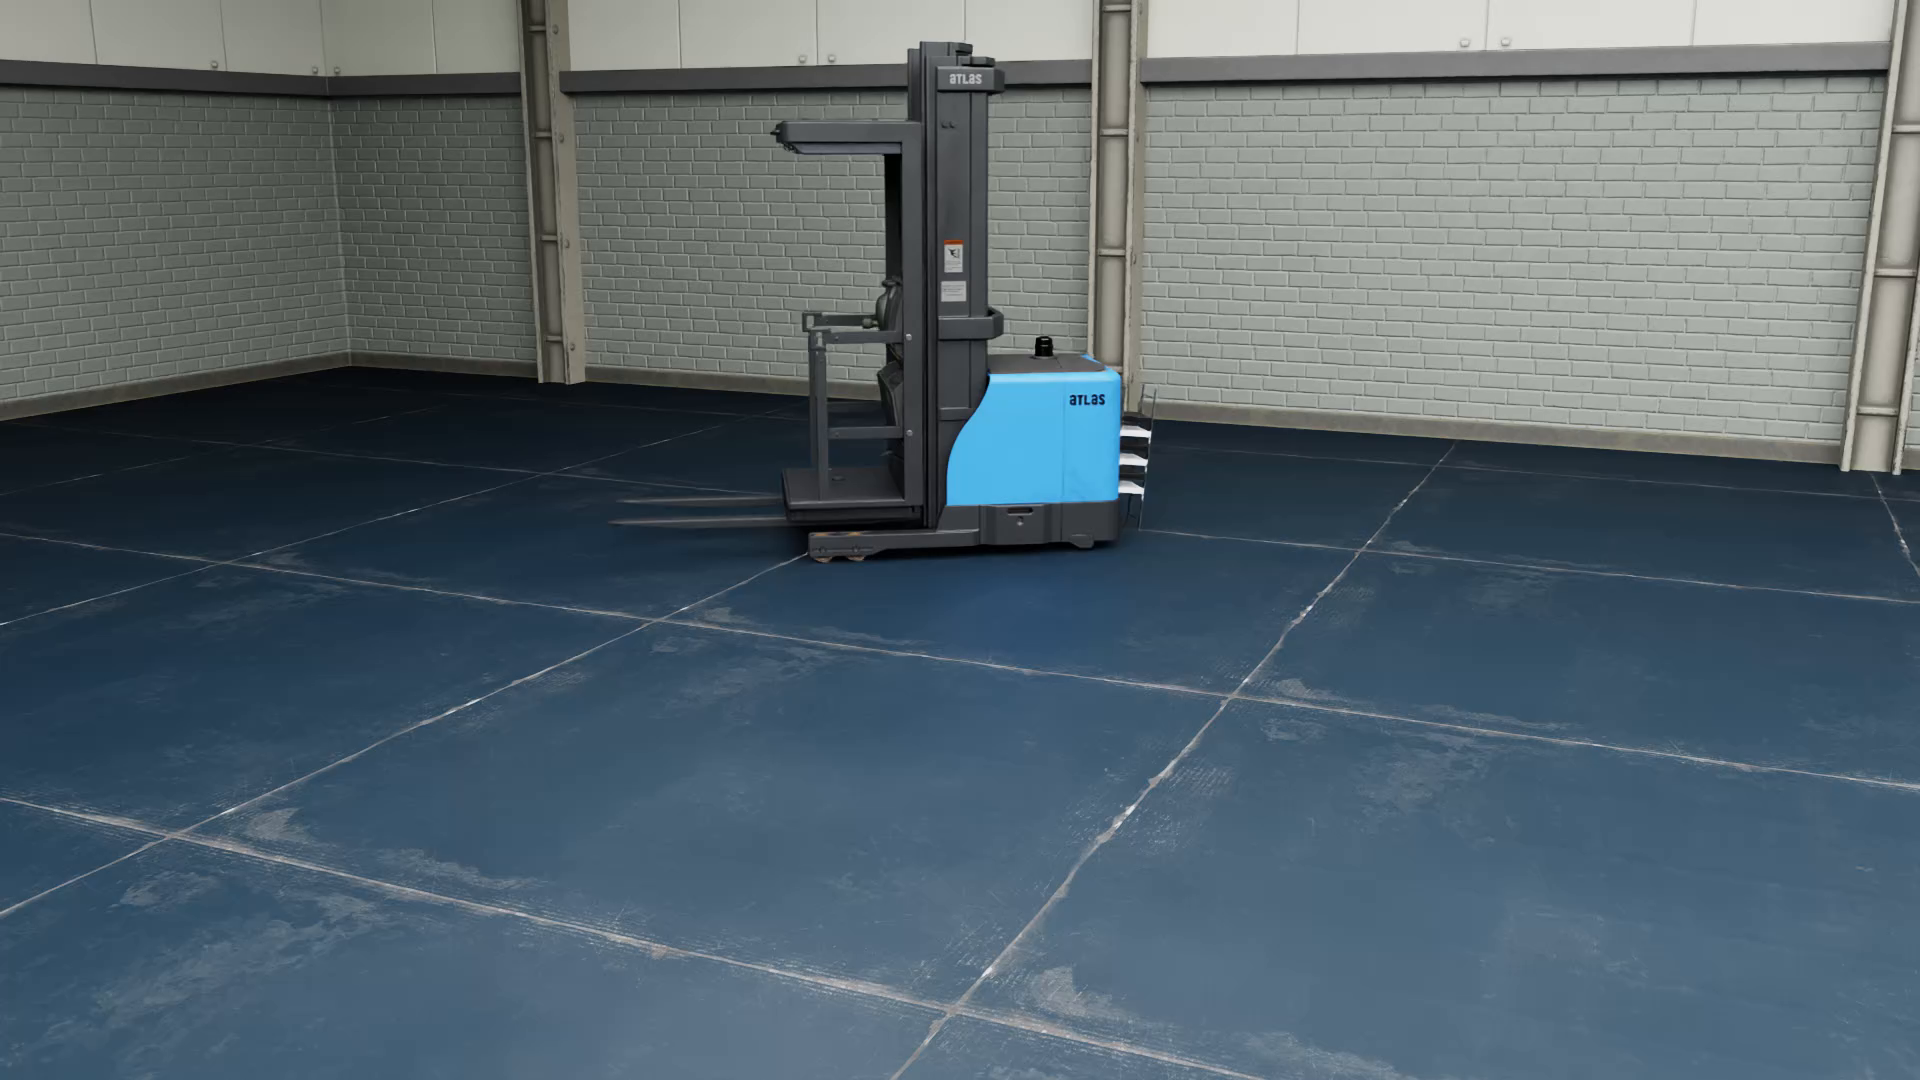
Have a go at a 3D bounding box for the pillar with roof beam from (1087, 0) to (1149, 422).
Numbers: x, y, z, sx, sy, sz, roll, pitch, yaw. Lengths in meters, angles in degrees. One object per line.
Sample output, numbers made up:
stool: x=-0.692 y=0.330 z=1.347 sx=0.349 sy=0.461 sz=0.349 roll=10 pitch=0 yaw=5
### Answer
pillar with roof beam: x=-0.382 y=-4.570 z=10.034 sx=0.400 sy=9.000 sz=9.100 roll=6 pitch=14 yaw=23

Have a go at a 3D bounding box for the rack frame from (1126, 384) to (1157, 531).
rack frame: x=1.147 y=-0.525 z=10.528 sx=0.006 sy=0.900 sz=0.240 roll=3 pitch=12 yaw=-15

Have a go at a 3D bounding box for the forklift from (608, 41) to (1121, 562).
forklift: x=-0.594 y=-1.428 z=9.923 sx=3.031 sy=2.935 sz=1.130 roll=-2 pitch=13 yaw=-7

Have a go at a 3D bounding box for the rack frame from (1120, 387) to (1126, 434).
rack frame: x=0.951 y=-0.534 z=10.475 sx=0.006 sy=0.900 sz=0.240 roll=3 pitch=12 yaw=-15

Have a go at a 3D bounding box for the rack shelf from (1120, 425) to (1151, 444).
rack shelf: x=1.064 y=-0.672 z=10.472 sx=0.200 sy=0.077 sz=0.258 roll=3 pitch=12 yaw=-15

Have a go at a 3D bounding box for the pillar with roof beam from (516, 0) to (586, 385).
pillar with roof beam: x=-5.868 y=-5.126 z=12.400 sx=0.400 sy=9.000 sz=9.100 roll=6 pitch=14 yaw=23

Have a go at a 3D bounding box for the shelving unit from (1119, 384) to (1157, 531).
shelving unit: x=1.049 y=-0.529 z=10.502 sx=0.210 sy=0.900 sz=0.258 roll=3 pitch=12 yaw=-15

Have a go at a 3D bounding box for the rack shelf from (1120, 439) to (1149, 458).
rack shelf: x=1.055 y=-0.584 z=10.490 sx=0.200 sy=0.077 sz=0.258 roll=3 pitch=12 yaw=-15

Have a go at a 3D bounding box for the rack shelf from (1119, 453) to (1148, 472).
rack shelf: x=1.046 y=-0.497 z=10.508 sx=0.200 sy=0.077 sz=0.258 roll=3 pitch=12 yaw=-15

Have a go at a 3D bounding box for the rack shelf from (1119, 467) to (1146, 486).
rack shelf: x=1.037 y=-0.409 z=10.527 sx=0.200 sy=0.077 sz=0.258 roll=3 pitch=12 yaw=-15

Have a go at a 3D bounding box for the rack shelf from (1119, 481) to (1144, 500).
rack shelf: x=1.028 y=-0.321 z=10.545 sx=0.200 sy=0.077 sz=0.258 roll=3 pitch=12 yaw=-15

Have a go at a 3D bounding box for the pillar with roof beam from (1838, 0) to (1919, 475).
pillar with roof beam: x=5.104 y=-4.015 z=7.668 sx=0.400 sy=9.000 sz=9.100 roll=6 pitch=14 yaw=23

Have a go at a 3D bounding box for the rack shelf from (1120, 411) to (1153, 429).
rack shelf: x=1.072 y=-0.760 z=10.453 sx=0.200 sy=0.077 sz=0.258 roll=3 pitch=12 yaw=-15
